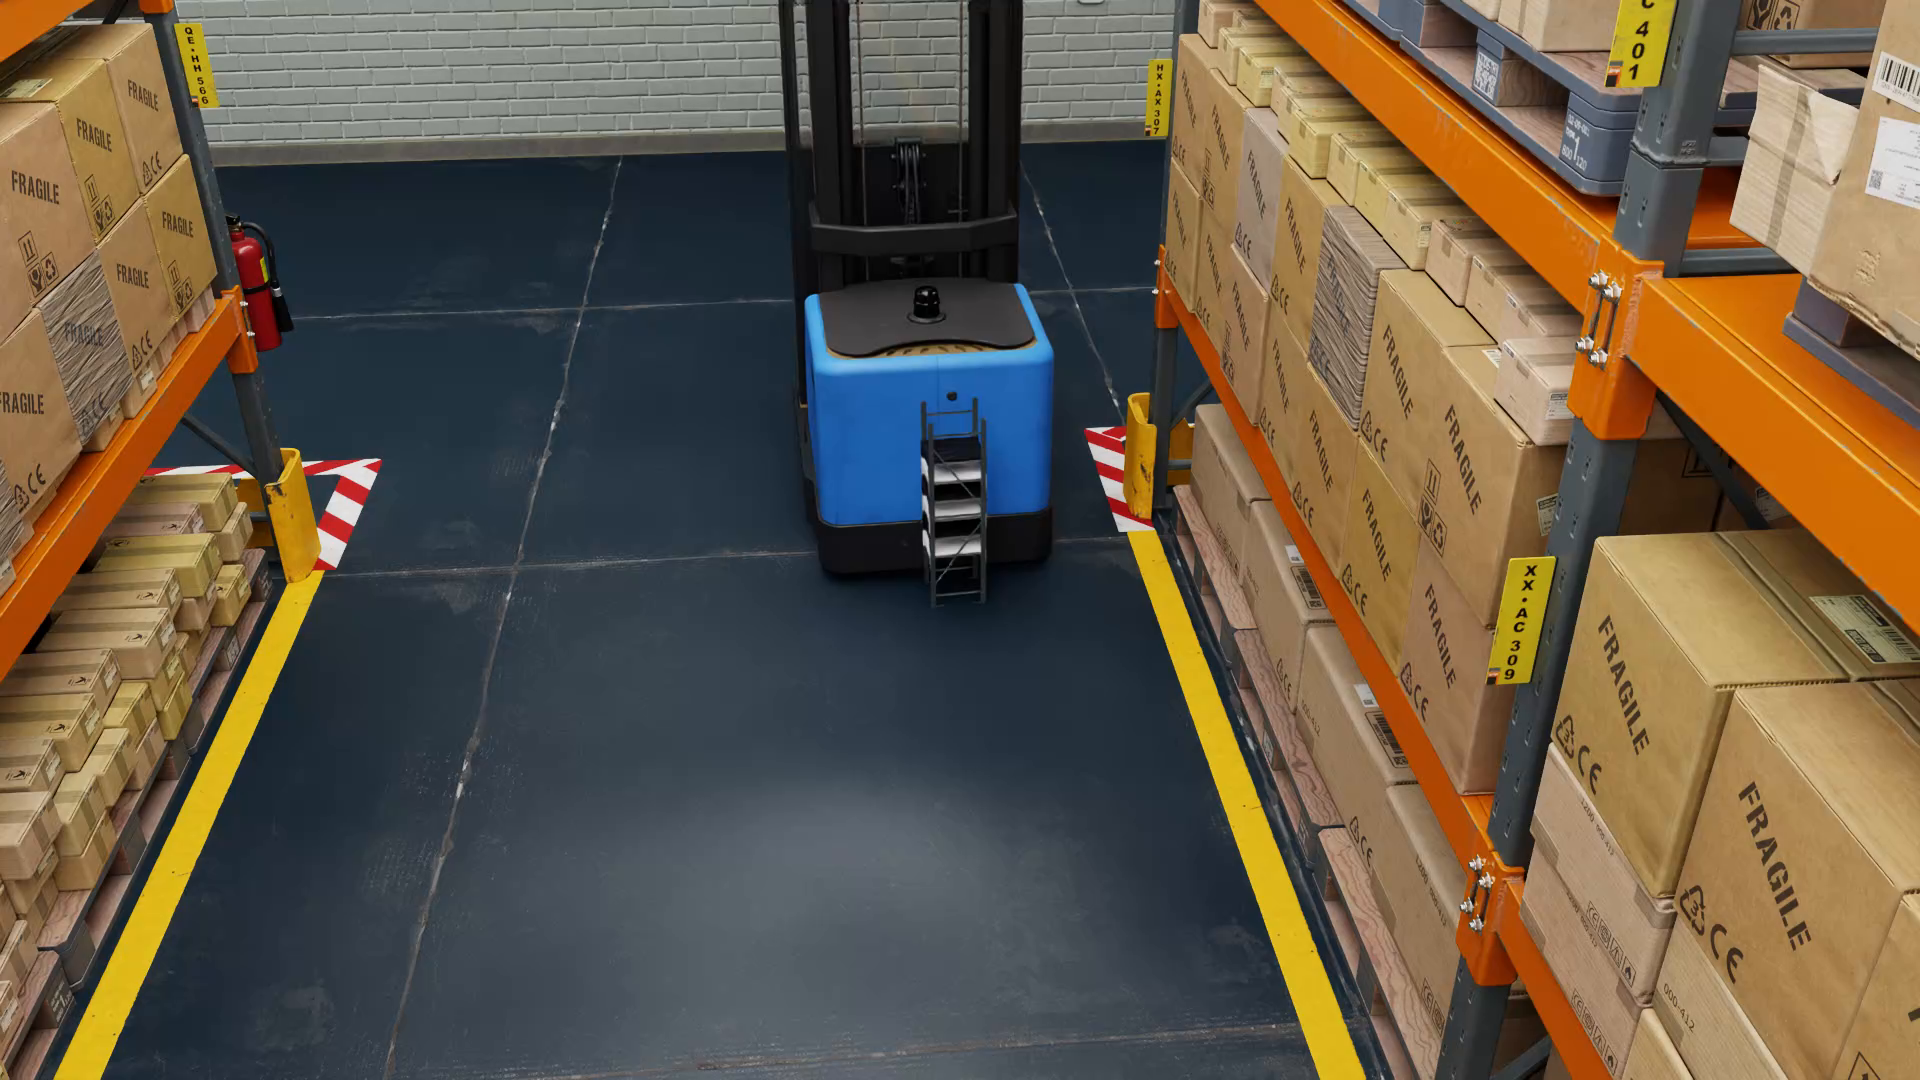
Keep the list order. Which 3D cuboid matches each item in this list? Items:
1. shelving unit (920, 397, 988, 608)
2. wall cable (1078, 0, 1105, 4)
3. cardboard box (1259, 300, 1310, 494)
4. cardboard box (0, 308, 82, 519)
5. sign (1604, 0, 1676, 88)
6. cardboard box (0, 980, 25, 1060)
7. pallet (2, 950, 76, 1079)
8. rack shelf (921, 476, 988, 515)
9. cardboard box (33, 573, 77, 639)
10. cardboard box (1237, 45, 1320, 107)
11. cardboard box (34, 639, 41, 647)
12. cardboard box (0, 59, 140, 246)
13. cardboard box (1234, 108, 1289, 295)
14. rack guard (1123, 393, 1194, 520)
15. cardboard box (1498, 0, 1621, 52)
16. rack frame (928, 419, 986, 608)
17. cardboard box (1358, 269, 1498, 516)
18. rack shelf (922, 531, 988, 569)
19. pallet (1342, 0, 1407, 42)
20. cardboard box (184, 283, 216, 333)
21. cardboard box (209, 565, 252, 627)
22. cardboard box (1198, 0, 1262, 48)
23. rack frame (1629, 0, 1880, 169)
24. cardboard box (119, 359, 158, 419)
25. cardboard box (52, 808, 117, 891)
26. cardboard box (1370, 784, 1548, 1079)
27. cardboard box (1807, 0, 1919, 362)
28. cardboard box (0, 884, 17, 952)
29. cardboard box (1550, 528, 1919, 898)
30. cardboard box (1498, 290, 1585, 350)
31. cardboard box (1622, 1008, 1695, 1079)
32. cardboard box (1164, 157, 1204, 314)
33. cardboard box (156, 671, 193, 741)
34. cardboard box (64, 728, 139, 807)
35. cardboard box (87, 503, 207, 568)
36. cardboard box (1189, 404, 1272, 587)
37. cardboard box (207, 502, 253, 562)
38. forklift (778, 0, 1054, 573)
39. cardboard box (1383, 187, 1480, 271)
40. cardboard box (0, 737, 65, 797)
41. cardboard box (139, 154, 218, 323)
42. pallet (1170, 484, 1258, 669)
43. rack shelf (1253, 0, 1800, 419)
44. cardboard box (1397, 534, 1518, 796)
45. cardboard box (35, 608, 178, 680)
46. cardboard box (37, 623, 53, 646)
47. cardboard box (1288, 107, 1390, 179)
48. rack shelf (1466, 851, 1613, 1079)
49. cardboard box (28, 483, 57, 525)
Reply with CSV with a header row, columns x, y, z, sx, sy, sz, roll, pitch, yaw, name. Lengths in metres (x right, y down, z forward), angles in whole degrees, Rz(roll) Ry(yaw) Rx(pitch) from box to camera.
x,y,z,sx,sy,sz,roll,pitch,yaw,name
-0.026,-0.152,7.125,0.258,0.900,0.210,-5,31,-8,shelving unit
0.843,-4.813,11.862,0.585,1.953,0.123,-3,31,-5,wall cable
1.320,-0.498,5.560,0.500,0.500,0.500,-2,31,-3,cardboard box
-3.092,-0.374,5.064,0.500,0.500,0.500,-1,31,-2,cardboard box
1.214,-0.960,2.926,0.100,0.325,0.005,-3,31,-5,sign
-2.966,1.427,4.806,0.380,0.149,0.250,-3,31,-5,cardboard box
-3.250,1.701,4.696,1.003,0.211,1.213,-3,31,-5,pallet
-0.026,-0.200,7.096,0.258,0.077,0.200,-5,31,-8,rack shelf
-3.653,0.262,6.467,0.380,0.149,0.250,-2,31,-4,cardboard box
1.198,-1.640,5.865,0.380,0.149,0.250,-4,31,-6,cardboard box
-3.660,0.385,6.550,0.380,0.149,0.250,-2,31,-4,cardboard box
-3.189,-1.317,5.667,0.500,0.500,0.500,-4,31,-6,cardboard box
1.265,-1.174,5.717,0.500,0.500,0.500,-3,31,-5,cardboard box
1.390,-0.425,7.974,1.175,0.500,0.348,-3,31,-5,rack guard
1.388,-1.208,3.546,0.396,0.266,0.258,-2,31,-3,cardboard box
-0.009,-0.100,7.039,0.240,0.900,0.006,-5,31,-8,rack frame
1.408,-0.403,4.427,0.500,0.500,0.500,-3,31,-5,cardboard box
-0.024,0.031,7.235,0.258,0.077,0.200,-5,31,-8,rack shelf
1.590,-1.733,4.888,1.003,0.211,1.213,-3,31,-5,pallet
-3.214,-0.936,6.638,0.380,0.149,0.250,-3,31,-5,cardboard box
-3.145,0.232,6.808,0.380,0.149,0.250,-2,31,-3,cardboard box
1.150,-2.042,6.539,0.380,0.149,0.250,-2,31,-4,cardboard box
1.766,-2.019,2.355,1.000,3.000,0.127,-3,31,-5,rack frame
-3.143,-0.551,5.993,0.380,0.149,0.250,-2,31,-3,cardboard box
-3.028,1.027,5.476,0.380,0.149,0.250,-4,31,-6,cardboard box
1.815,1.150,4.988,0.875,0.438,0.875,-3,31,-5,cardboard box
1.560,-0.491,2.214,0.500,0.500,0.500,-3,31,-5,cardboard box
-3.062,1.175,4.938,0.380,0.149,0.250,-4,31,-7,cardboard box
1.521,0.322,3.212,0.500,0.500,0.500,-2,31,-4,cardboard box
1.504,-0.476,3.917,0.380,0.149,0.250,-2,31,-3,cardboard box
1.595,1.122,3.093,0.500,0.250,0.500,-3,31,-6,cardboard box
1.152,-1.270,6.854,0.500,0.500,0.500,-3,31,-5,cardboard box
-3.083,0.623,6.152,0.380,0.149,0.250,-4,31,-7,cardboard box
-3.022,0.775,5.609,0.380,0.149,0.250,-2,31,-4,cardboard box
-3.258,-0.020,6.648,0.380,0.149,0.250,-2,31,-4,cardboard box
1.554,-0.234,7.306,0.875,0.438,0.875,-4,31,-6,cardboard box
-3.193,-0.025,6.948,0.380,0.149,0.250,-4,31,-6,cardboard box
-0.297,-1.847,7.985,1.130,2.935,3.031,-4,31,-7,forklift
1.390,-0.858,4.557,0.380,0.149,0.250,-3,31,-5,cardboard box
-3.115,0.776,5.316,0.380,0.149,0.250,-4,31,-7,cardboard box
-3.228,-1.151,6.364,0.500,0.500,0.500,-2,31,-4,cardboard box
1.545,0.116,7.351,1.003,0.211,1.213,-3,31,-5,pallet
1.580,-1.444,5.018,1.077,0.370,4.000,-3,31,-5,rack shelf
1.469,0.289,4.244,0.500,0.500,0.500,-2,31,-4,cardboard box
-3.066,0.376,5.986,0.380,0.149,0.250,-2,31,-3,cardboard box
-3.220,0.382,6.266,0.380,0.149,0.250,-3,31,-5,cardboard box
1.253,-1.248,5.210,0.380,0.149,0.250,-3,31,-6,cardboard box
1.953,1.886,2.369,1.077,0.370,4.000,-3,31,-5,rack shelf
-3.141,-0.140,5.304,0.380,0.149,0.250,-2,31,-4,cardboard box
